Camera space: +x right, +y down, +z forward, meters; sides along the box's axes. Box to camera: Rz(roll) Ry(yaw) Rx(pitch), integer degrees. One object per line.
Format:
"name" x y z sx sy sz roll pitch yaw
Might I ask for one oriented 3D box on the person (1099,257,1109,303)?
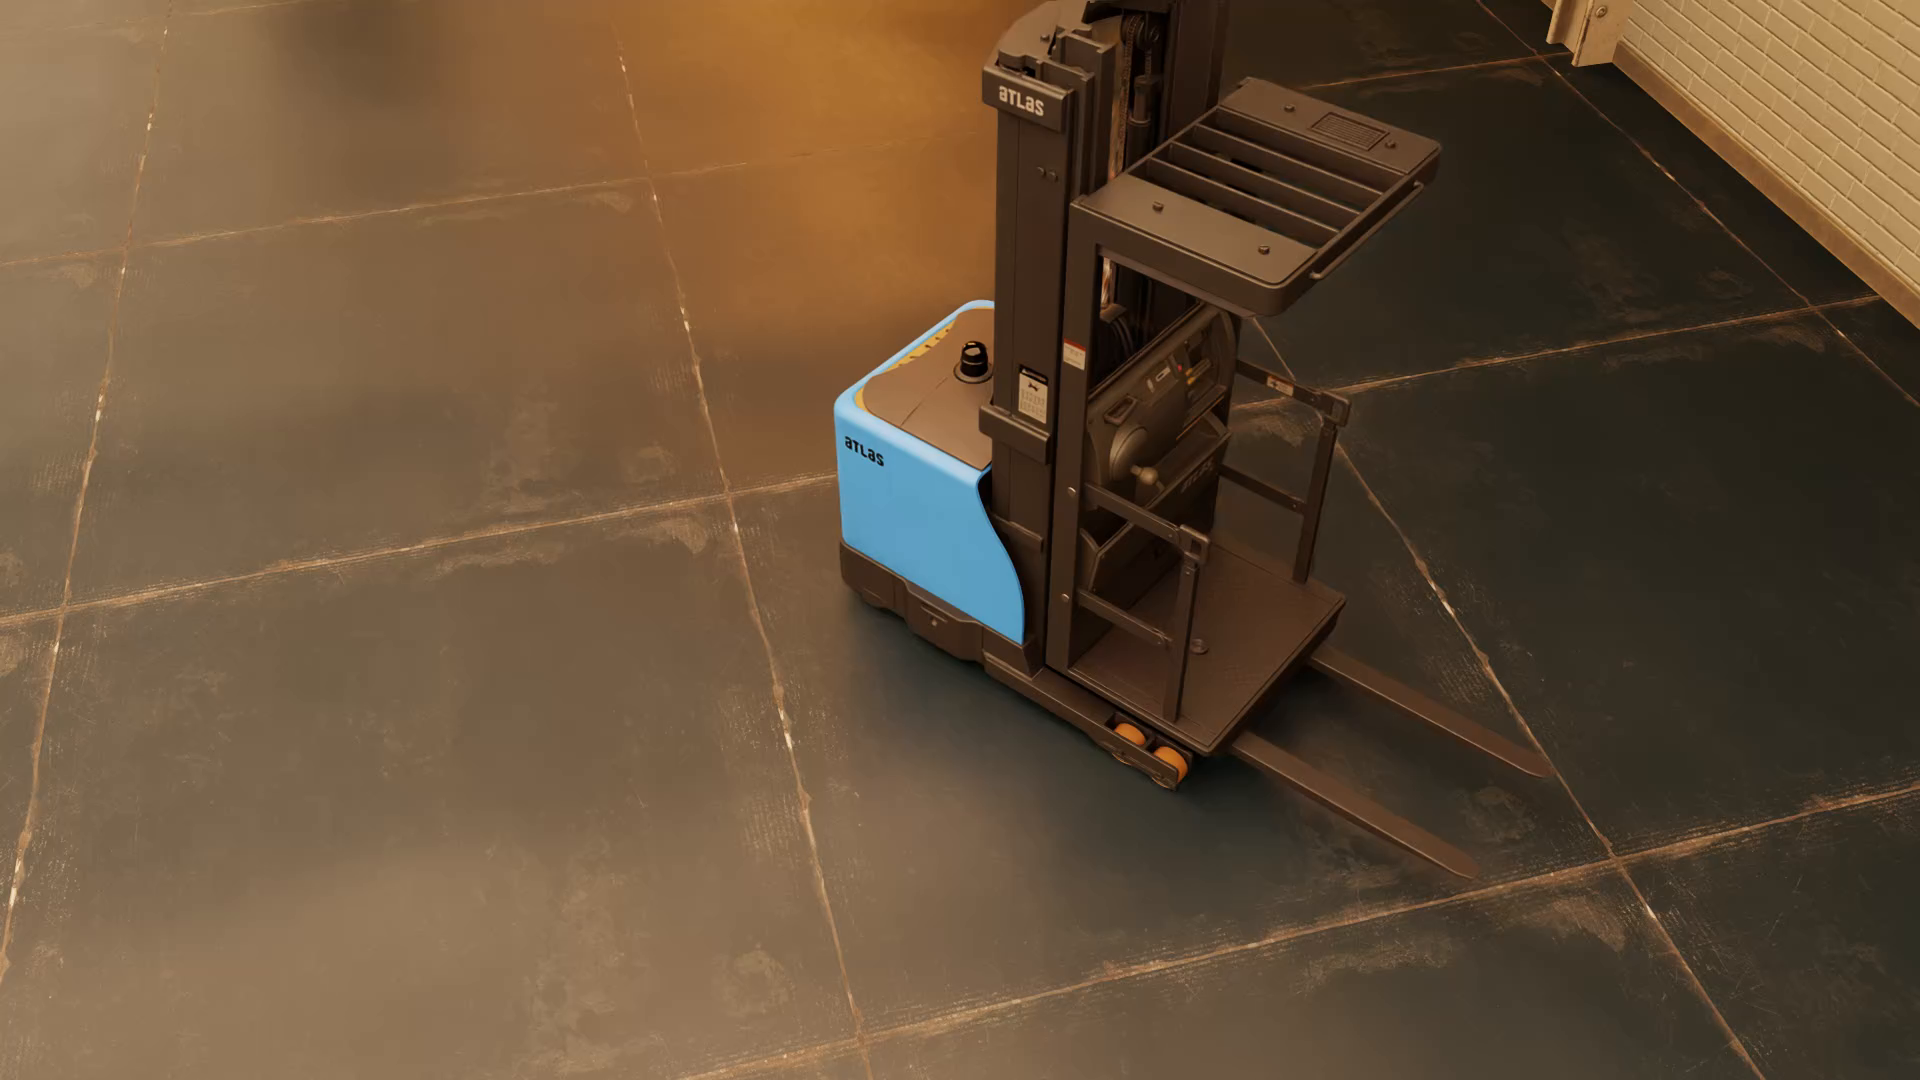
"person" 0.630 -0.651 7.473 0.730 1.453 0.812 0 43 0

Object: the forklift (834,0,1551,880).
"forklift" 0.928 -0.482 6.155 3.031 2.935 1.130 29 51 27
